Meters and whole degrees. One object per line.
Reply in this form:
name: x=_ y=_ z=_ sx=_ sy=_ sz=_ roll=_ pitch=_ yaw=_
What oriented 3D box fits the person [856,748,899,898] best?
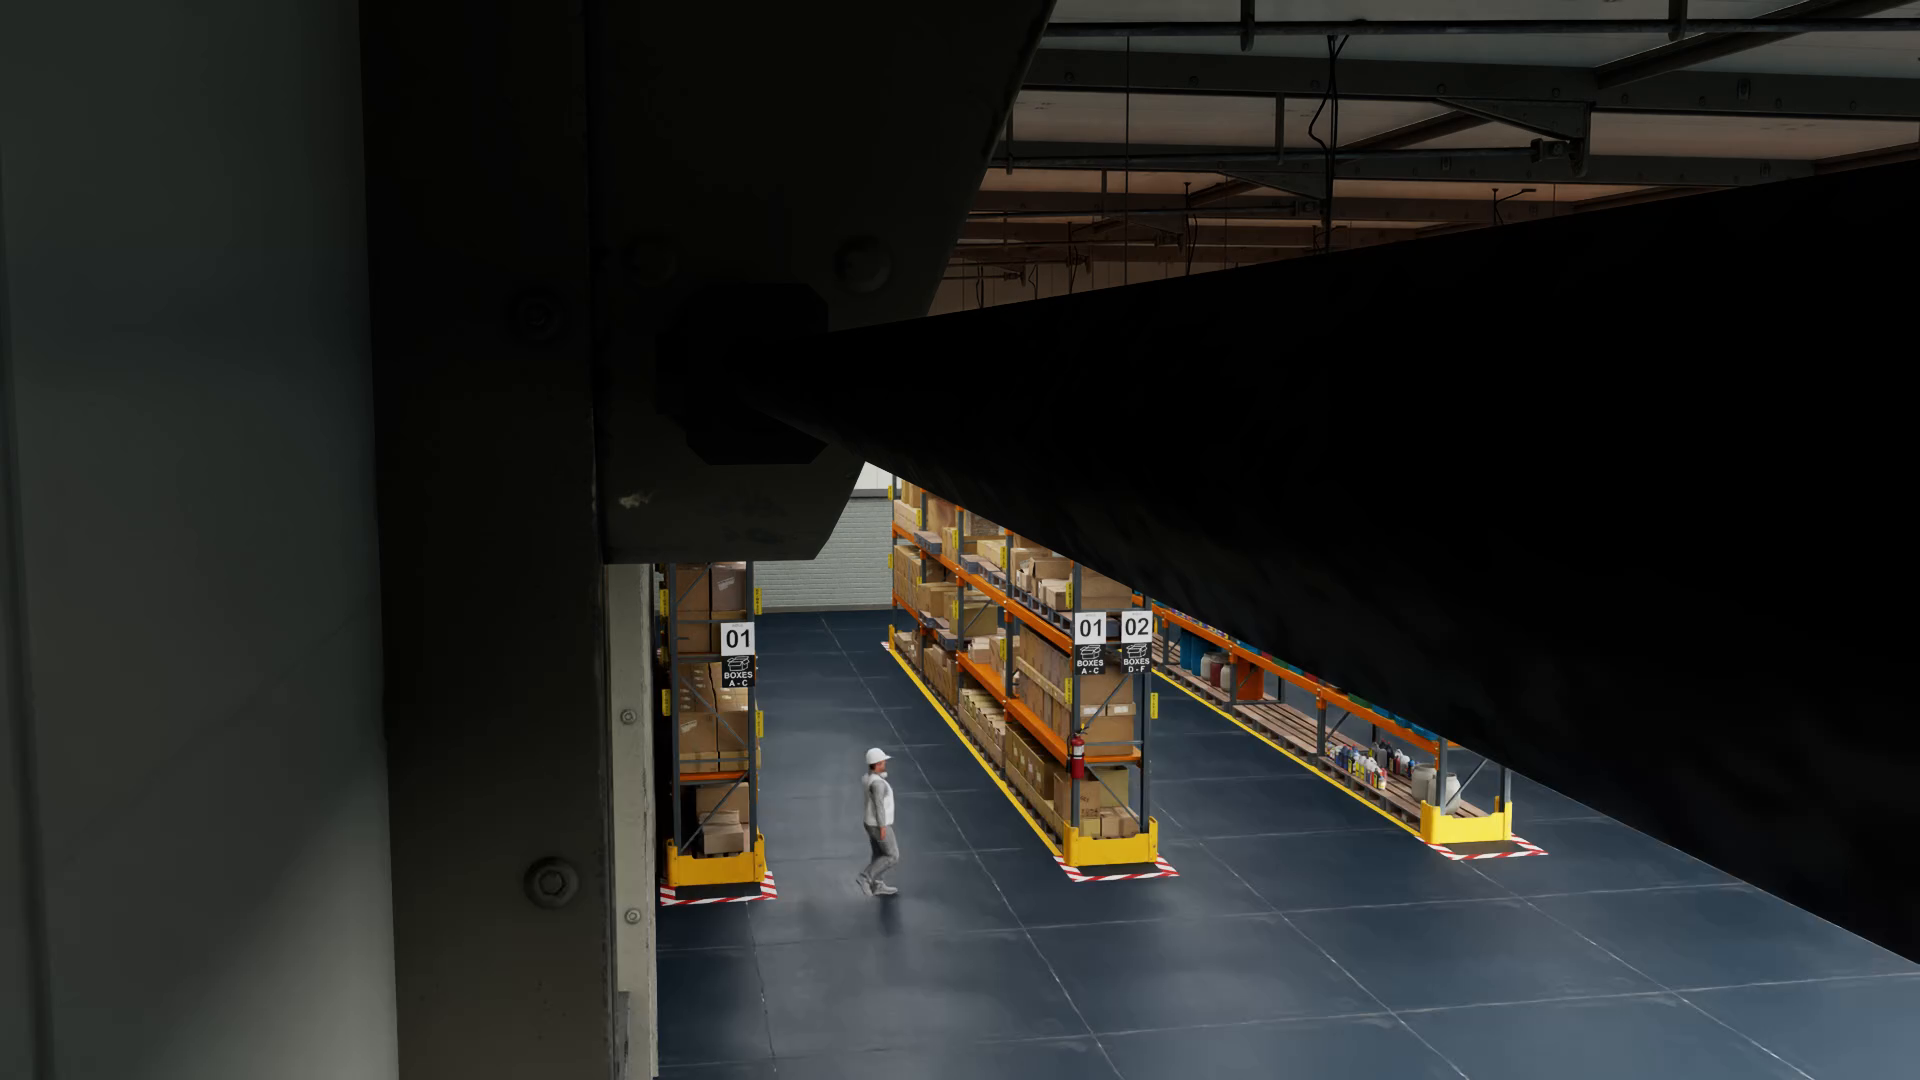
person: x=-0.993 y=3.322 z=19.546 sx=0.532 sy=1.766 sz=0.555 roll=-2 pitch=6 yaw=-14
